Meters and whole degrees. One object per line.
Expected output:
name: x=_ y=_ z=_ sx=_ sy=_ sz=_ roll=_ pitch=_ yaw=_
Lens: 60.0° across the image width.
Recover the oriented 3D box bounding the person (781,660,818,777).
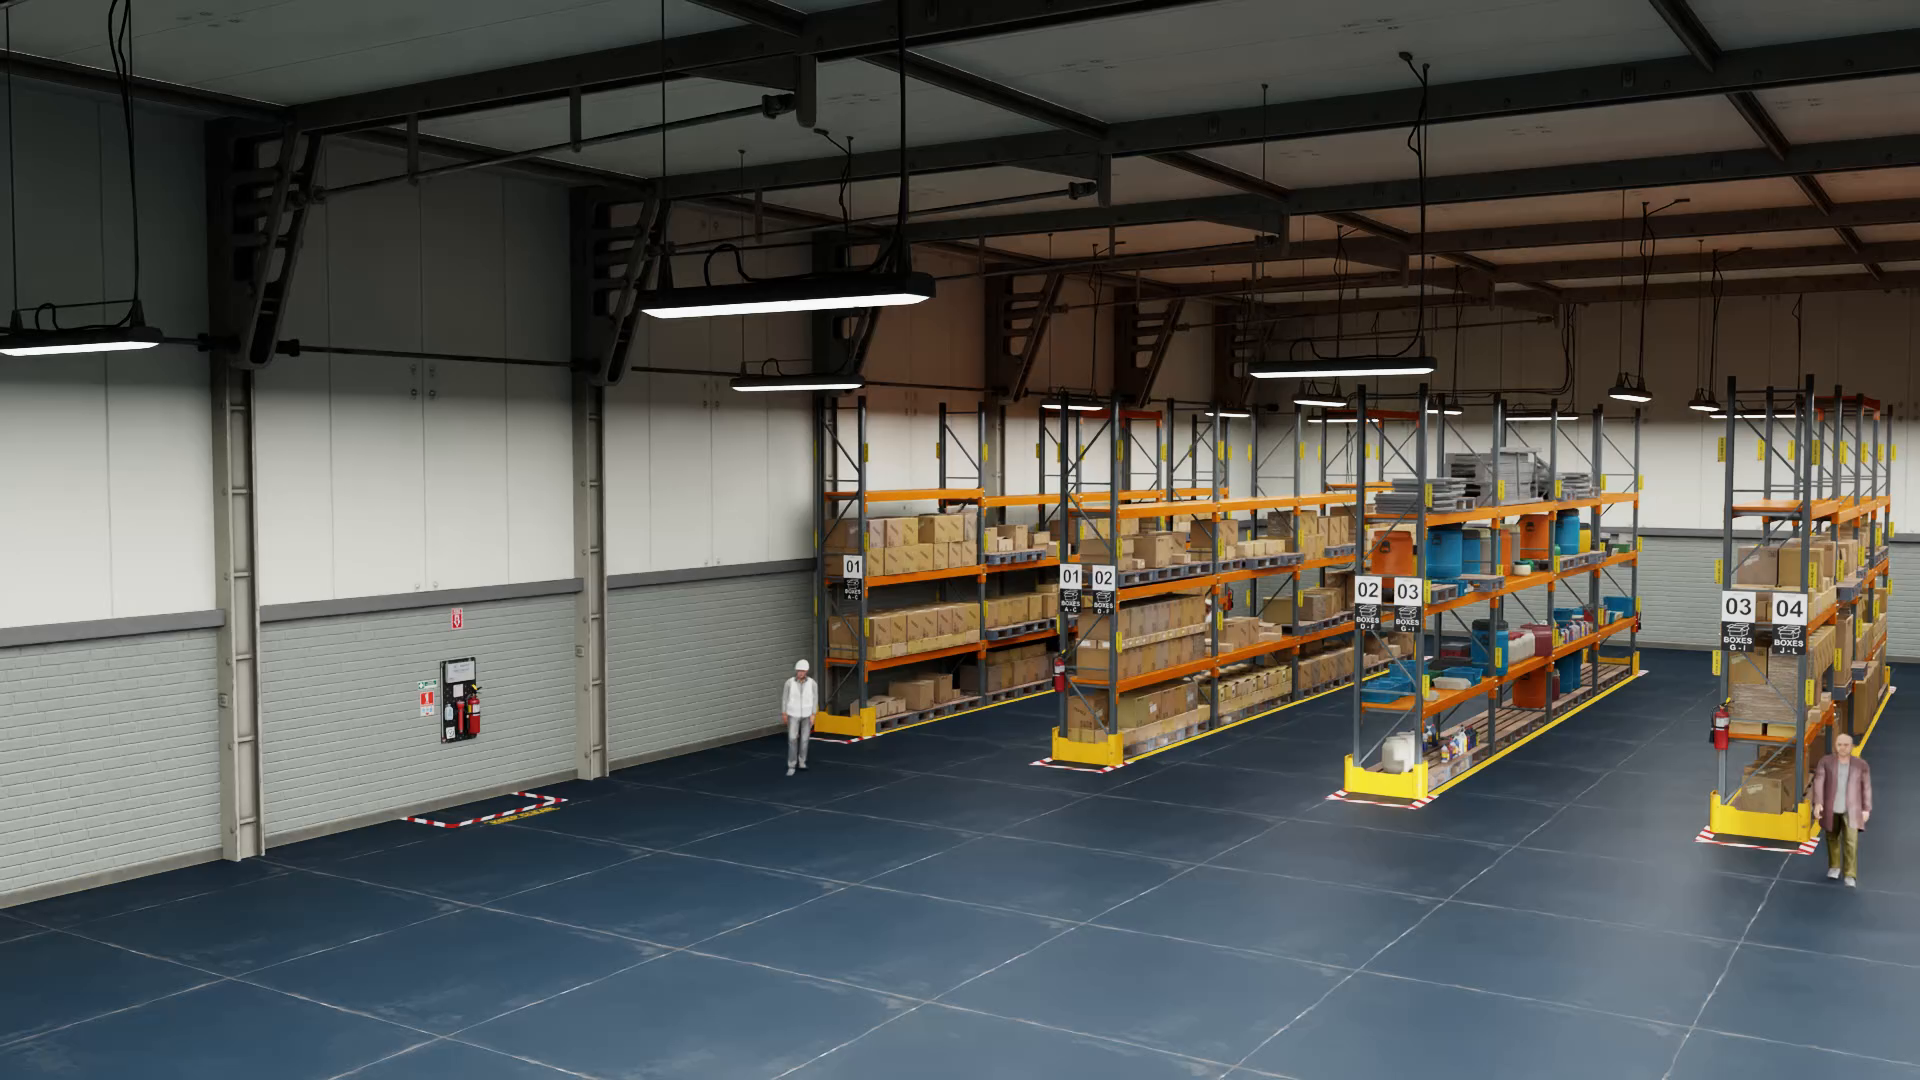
person: x=-2.508 y=2.778 z=26.071 sx=0.559 sy=1.819 sz=0.713 roll=-1 pitch=3 yaw=-14

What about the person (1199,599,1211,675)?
person: x=5.458 y=2.179 z=37.044 sx=0.634 sy=1.730 sz=1.098 roll=2 pitch=3 yaw=29

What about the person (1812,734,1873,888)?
person: x=10.137 y=3.110 z=19.160 sx=0.592 sy=1.727 sz=1.118 roll=2 pitch=4 yaw=36
